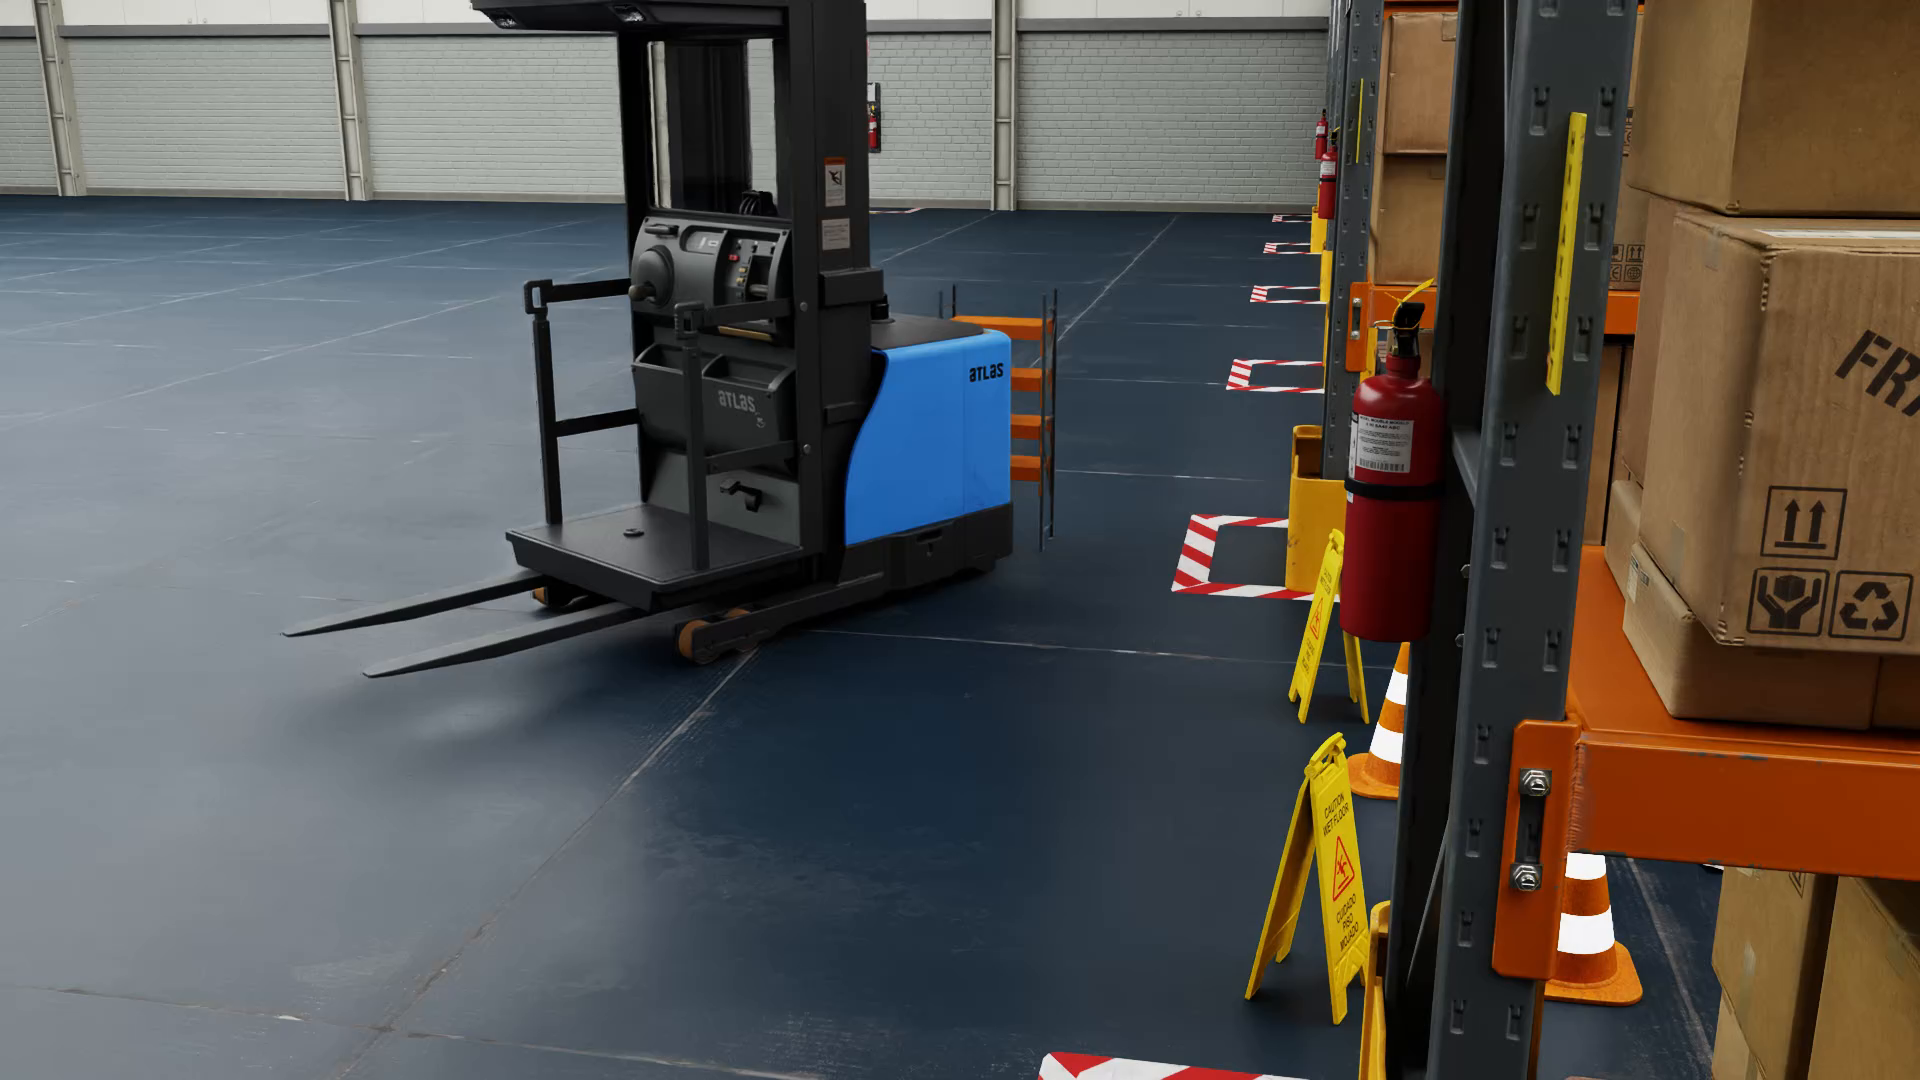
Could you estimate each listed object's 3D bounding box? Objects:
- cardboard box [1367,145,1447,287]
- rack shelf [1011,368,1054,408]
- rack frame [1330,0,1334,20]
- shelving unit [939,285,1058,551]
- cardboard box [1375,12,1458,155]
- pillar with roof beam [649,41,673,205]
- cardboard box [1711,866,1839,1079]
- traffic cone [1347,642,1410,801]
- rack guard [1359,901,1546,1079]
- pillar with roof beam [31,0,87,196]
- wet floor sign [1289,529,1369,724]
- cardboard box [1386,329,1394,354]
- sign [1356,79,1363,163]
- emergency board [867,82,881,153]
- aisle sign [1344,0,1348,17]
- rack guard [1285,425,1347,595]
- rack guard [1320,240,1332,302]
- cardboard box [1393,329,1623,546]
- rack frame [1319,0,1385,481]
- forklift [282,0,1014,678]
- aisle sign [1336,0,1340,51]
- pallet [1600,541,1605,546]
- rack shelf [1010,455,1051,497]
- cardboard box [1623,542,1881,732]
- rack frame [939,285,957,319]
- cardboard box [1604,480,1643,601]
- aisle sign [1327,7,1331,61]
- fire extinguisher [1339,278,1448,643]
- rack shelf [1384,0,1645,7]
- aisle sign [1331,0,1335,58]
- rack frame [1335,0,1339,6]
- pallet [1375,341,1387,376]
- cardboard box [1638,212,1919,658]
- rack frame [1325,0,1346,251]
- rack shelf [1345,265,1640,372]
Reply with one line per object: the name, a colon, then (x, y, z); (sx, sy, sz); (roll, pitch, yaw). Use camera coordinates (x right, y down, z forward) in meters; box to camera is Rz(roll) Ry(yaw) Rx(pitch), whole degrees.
cardboard box: (2.088, -1.430, 7.253); (0.550, 0.550, 0.875); (3, 16, 11)
rack shelf: (0.178, -0.725, 7.777); (0.480, 0.148, 0.258); (4, 16, 15)
rack frame: (5.764, -9.436, 25.199); (0.127, 3.000, 1.000); (3, 16, 11)
shelving unit: (0.178, -0.575, 7.819); (0.503, 1.200, 0.258); (4, 16, 15)
cardboard box: (2.071, -1.928, 7.030); (0.550, 0.550, 0.875); (3, 16, 11)
pillar with roof beam: (-5.995, -9.137, 24.120); (0.400, 9.000, 9.100); (3, 16, 11)
cardboard box: (1.665, 0.671, 2.911); (0.500, 0.500, 0.500); (3, 16, 11)
traffic cone: (1.394, 0.535, 5.195); (0.334, 0.463, 0.336); (3, 16, 11)
rack guard: (0.902, 1.144, 2.927); (0.348, 0.500, 1.175); (3, 16, 11)
pillar with roof beam: (-17.755, -9.775, 26.425); (0.400, 9.000, 9.100); (3, 16, 11)
wet floor sign: (1.292, 0.286, 5.752); (0.232, 0.644, 0.267); (0, 15, 1)
cardboard box: (3.411, -1.618, 12.108); (0.500, 0.500, 0.500); (6, 17, 21)
sign: (1.599, -1.676, 6.653); (0.005, 0.325, 0.100); (3, 16, 11)
emergency board: (-1.672, -7.194, 28.345); (0.643, 1.169, 0.194); (3, 16, 11)
aisle sign: (1.705, -2.700, 7.252); (0.004, 0.787, 0.394); (3, 16, 11)
rack guard: (1.691, -0.162, 7.640); (0.348, 0.500, 1.175); (3, 16, 11)
rack guard: (3.873, -2.757, 17.007); (0.348, 0.500, 1.175); (3, 16, 11)
cardboard box: (2.393, -0.525, 7.461); (0.875, 0.875, 0.875); (3, 16, 11)
rack frame: (1.715, -1.365, 7.302); (0.127, 3.000, 1.000); (3, 16, 11)
forklift: (-1.145, -1.096, 6.459); (1.130, 2.935, 3.031); (14, 21, 42)
aisle sign: (3.778, -5.287, 16.591); (0.004, 0.787, 0.394); (3, 16, 11)
pallet: (2.514, 0.001, 7.594); (1.213, 0.211, 1.003); (3, 16, 11)
rack shelf: (0.178, -0.319, 7.890); (0.480, 0.148, 0.258); (4, 16, 15)
cardboard box: (1.119, 0.128, 2.380); (0.250, 0.149, 0.380); (3, 16, 11)
rack frame: (-0.056, -0.593, 7.884); (0.015, 1.200, 0.240); (4, 16, 15)
cardboard box: (1.237, 0.020, 2.771); (0.250, 0.149, 0.380); (4, 16, 13)
aisle sign: (5.633, -7.723, 25.383); (0.004, 0.787, 0.394); (3, 16, 11)
fire extinguisher: (0.807, -0.154, 3.075); (0.183, 0.674, 0.296); (3, 16, 11)
rack shelf: (4.762, -3.650, 11.278); (4.000, 0.370, 1.077); (3, 16, 11)
aisle sign: (4.774, -6.582, 21.264); (0.004, 0.787, 0.394); (3, 16, 11)
rack frame: (4.780, -8.140, 20.520); (0.127, 3.000, 1.000); (3, 16, 11)
pallet: (3.666, -1.257, 12.135); (1.213, 0.211, 1.003); (3, 16, 11)
cardboard box: (1.237, -0.159, 2.202); (0.500, 0.500, 0.500); (3, 16, 10)
rack frame: (3.789, -3.953, 16.644); (0.127, 3.000, 1.000); (3, 16, 11)
rack shelf: (3.675, -0.912, 7.014); (4.000, 0.370, 1.077); (3, 16, 11)
